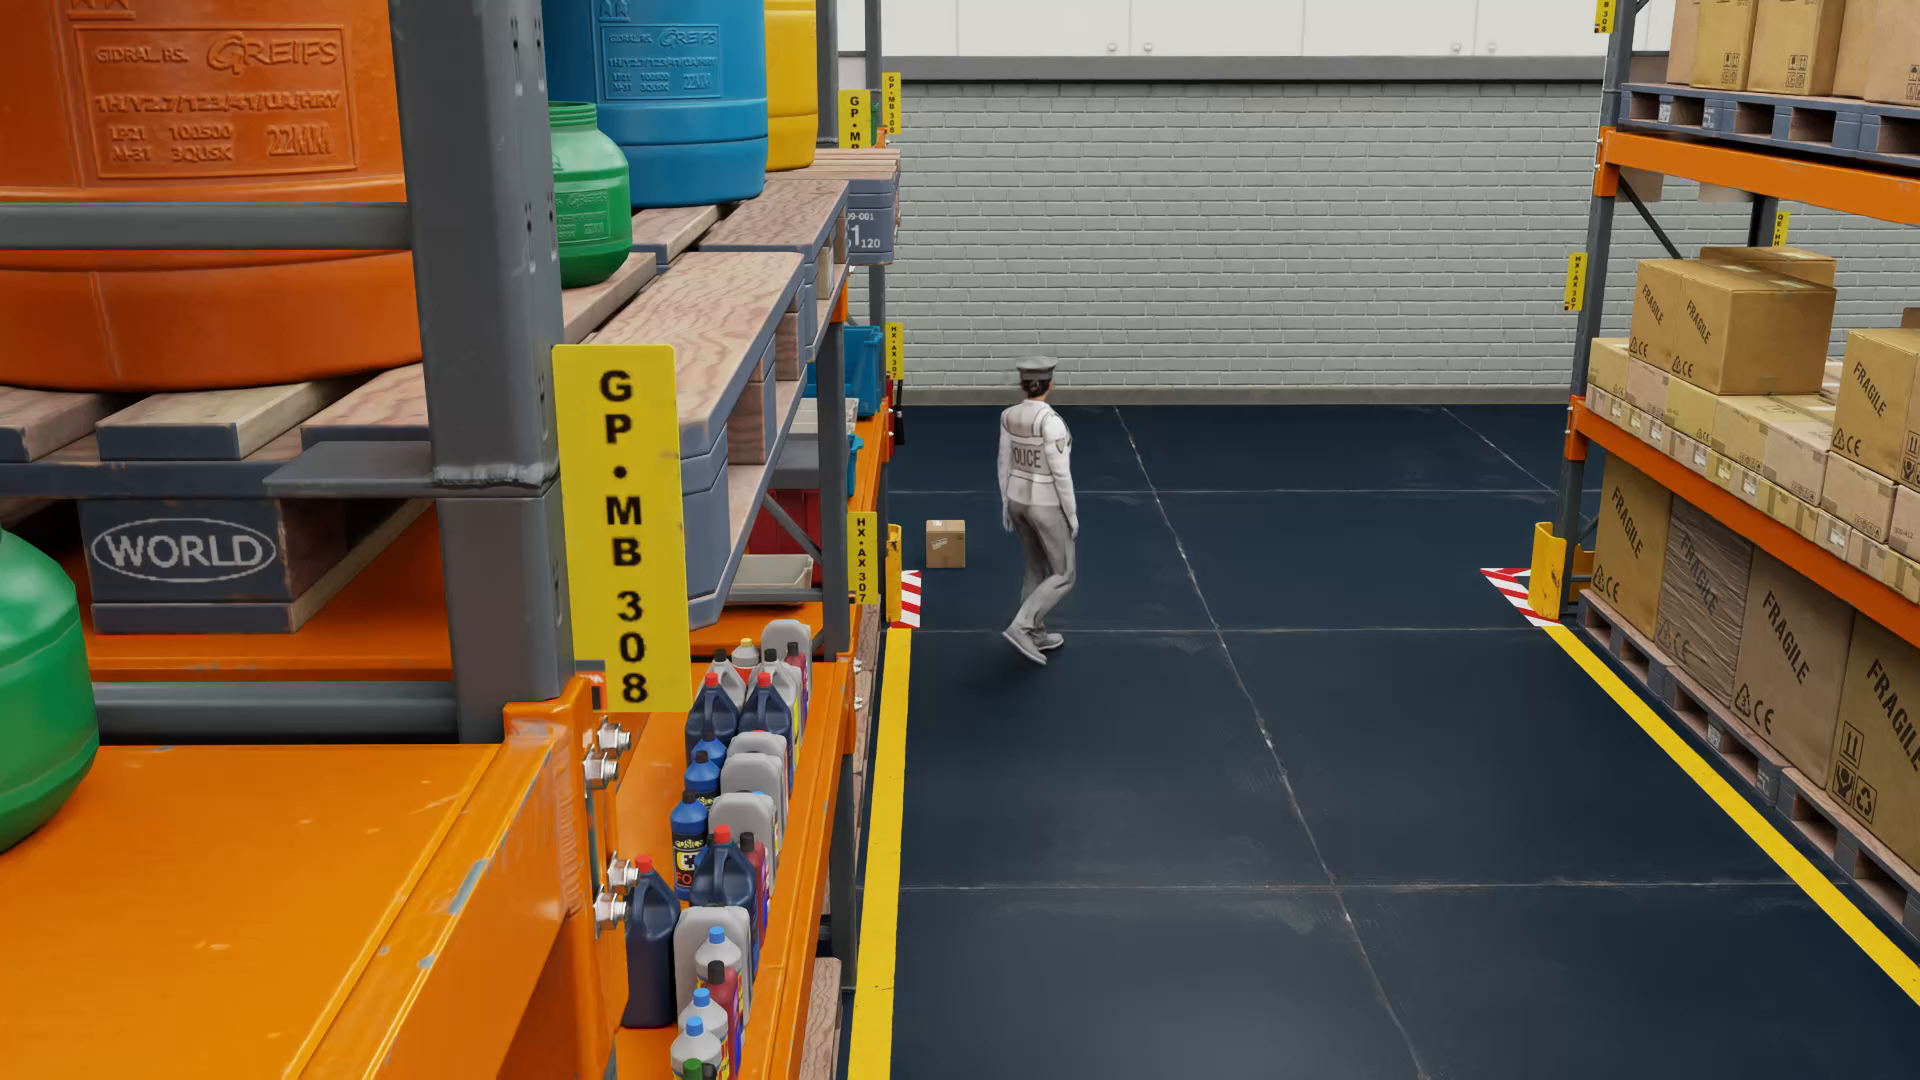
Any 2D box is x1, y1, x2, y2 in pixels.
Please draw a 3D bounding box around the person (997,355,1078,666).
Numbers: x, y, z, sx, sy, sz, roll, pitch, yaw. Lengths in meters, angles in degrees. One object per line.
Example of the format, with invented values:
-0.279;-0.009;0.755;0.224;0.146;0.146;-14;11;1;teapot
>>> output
0.387;-0.143;8.990;0.584;1.660;0.631;-13;21;-36;person
